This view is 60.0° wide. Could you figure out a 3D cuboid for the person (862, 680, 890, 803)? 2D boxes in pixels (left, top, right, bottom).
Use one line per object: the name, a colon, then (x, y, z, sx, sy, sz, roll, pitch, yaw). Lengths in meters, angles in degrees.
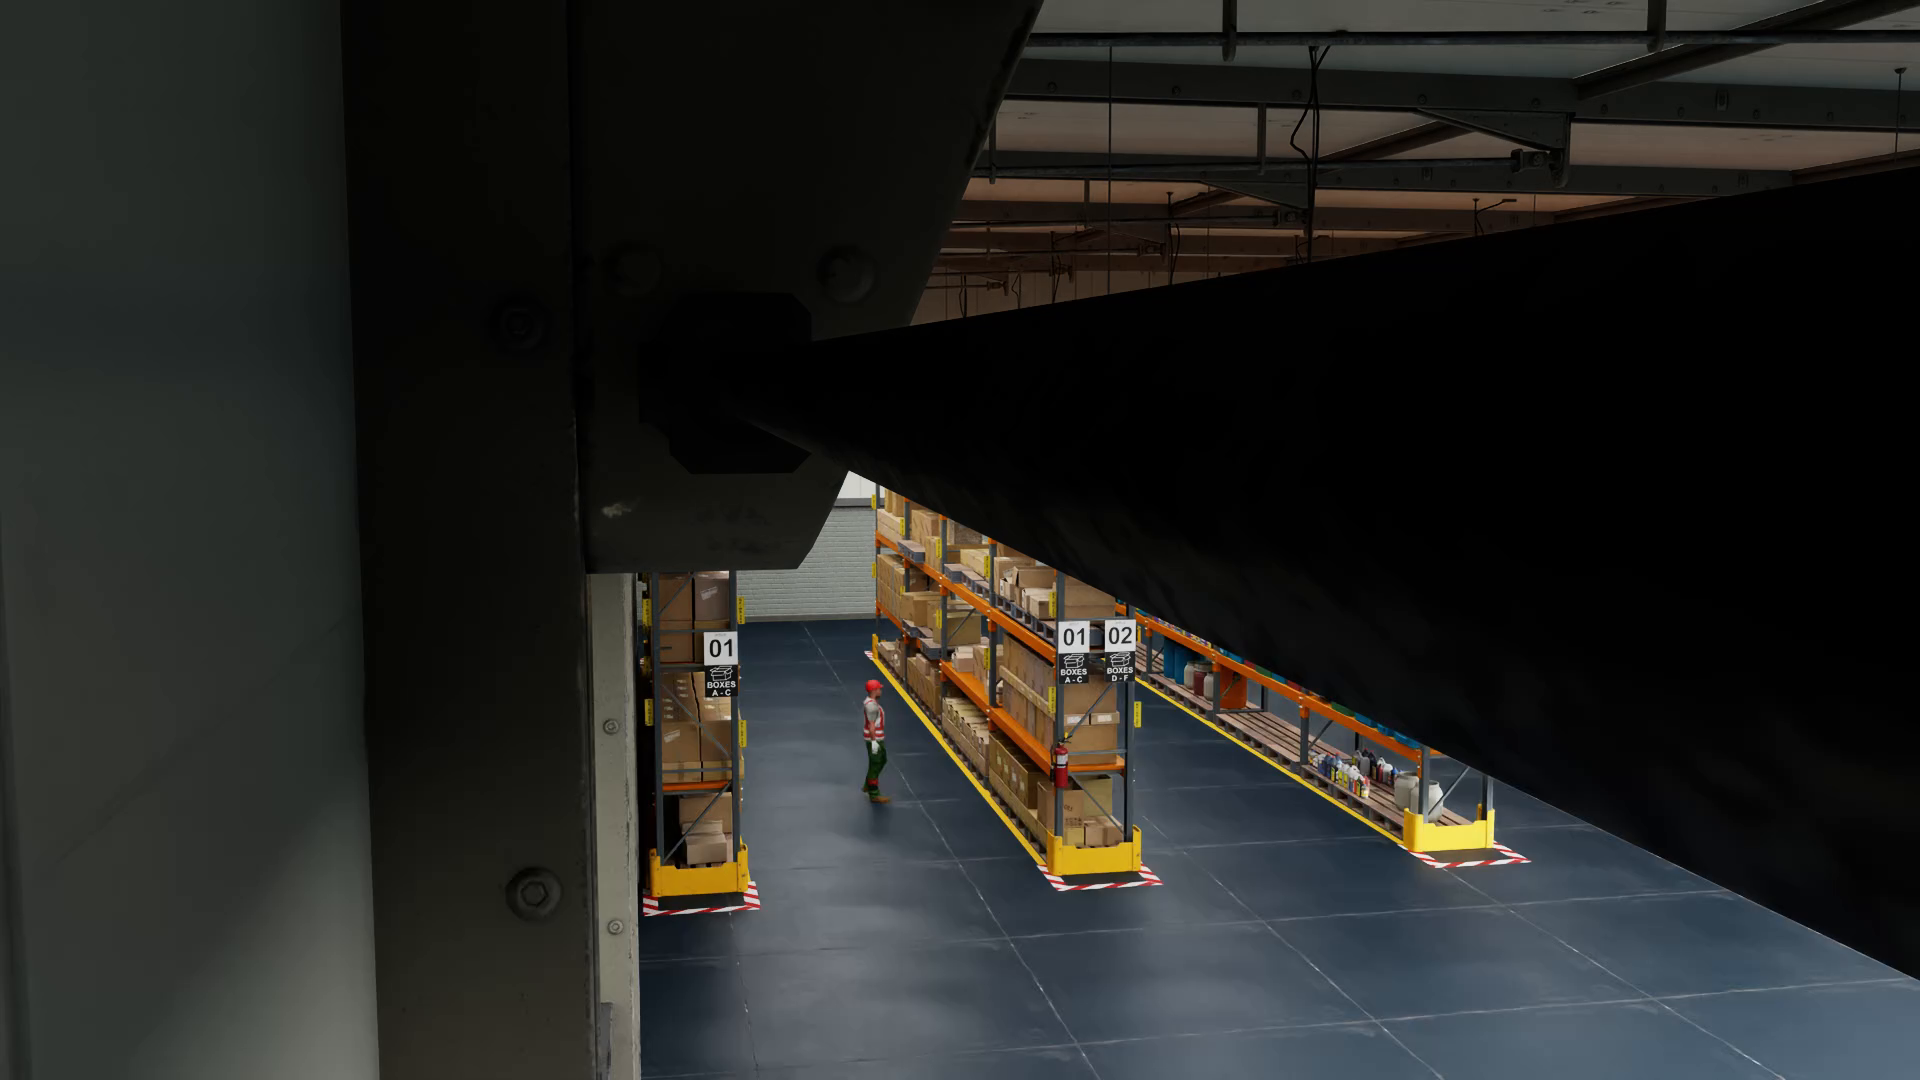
person: (-1.237, 2.946, 24.408, 0.403, 1.808, 0.610, -1, 6, -6)
